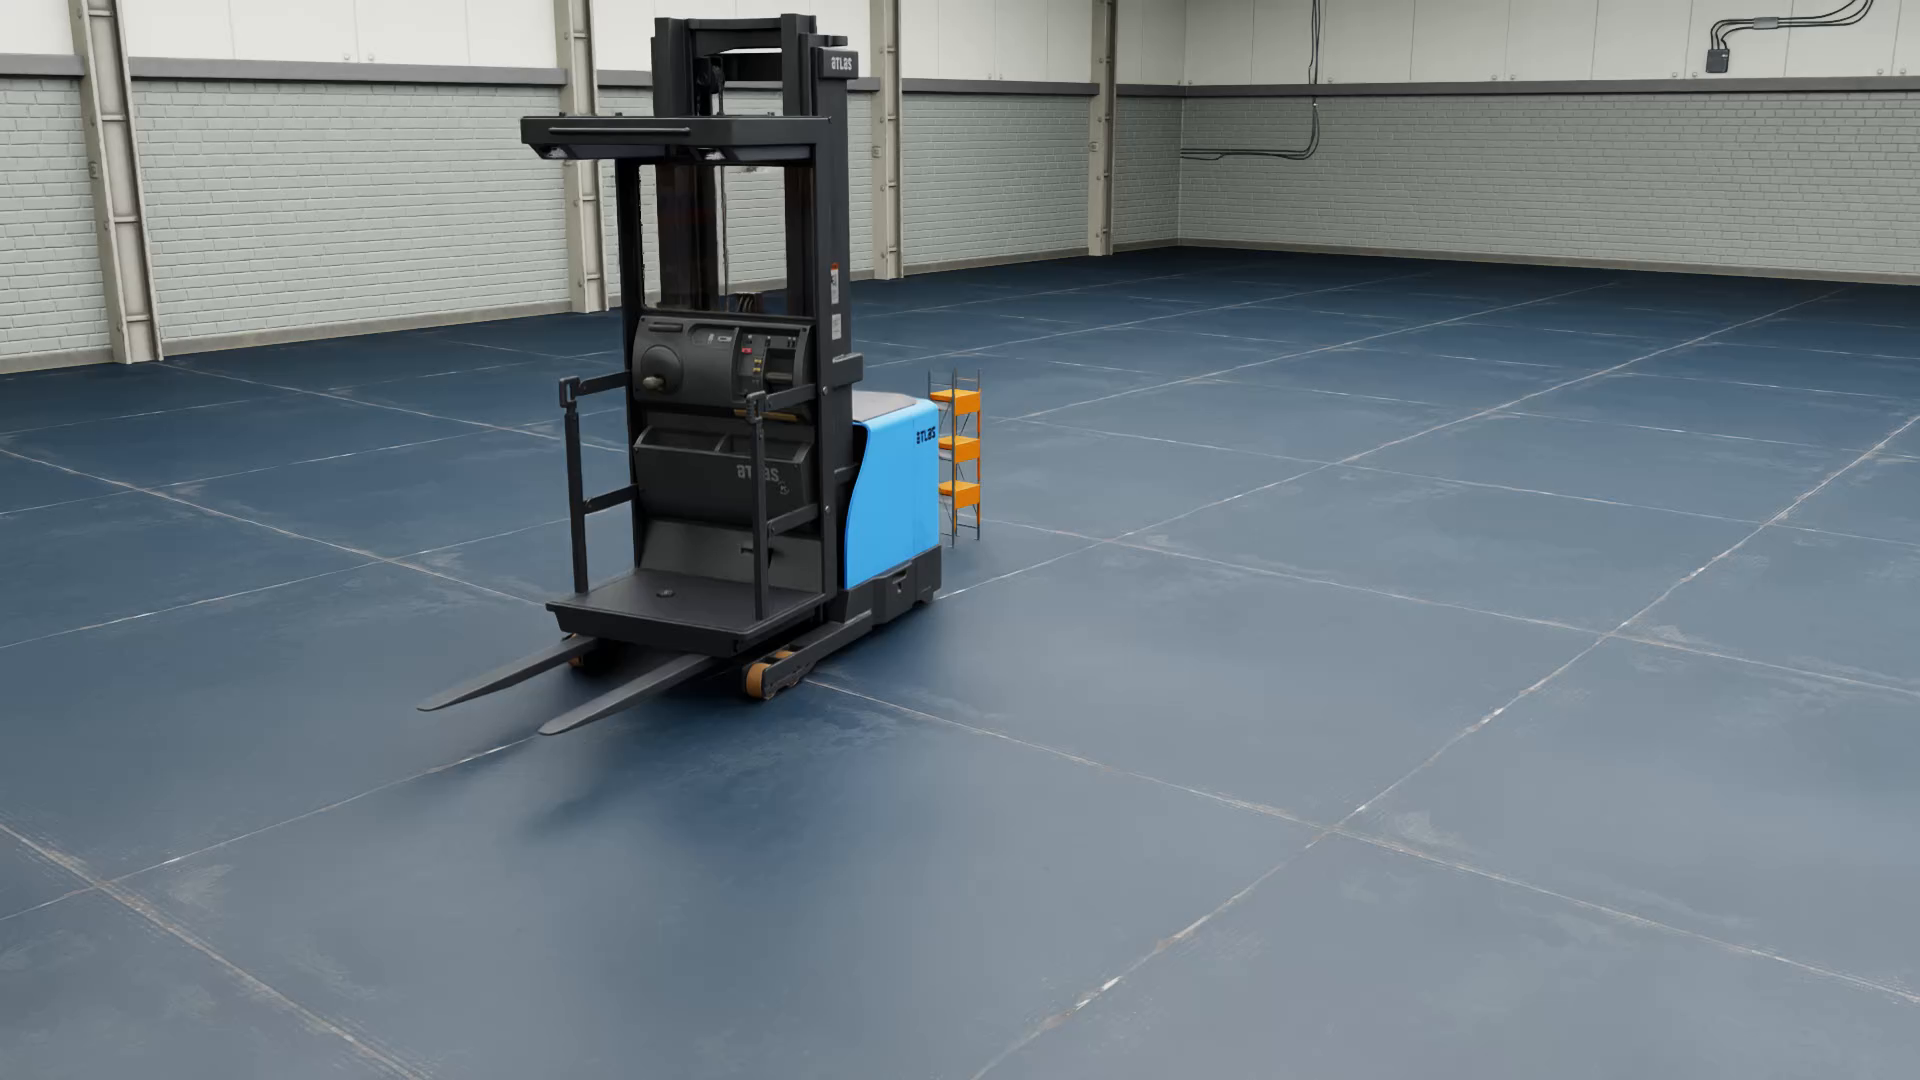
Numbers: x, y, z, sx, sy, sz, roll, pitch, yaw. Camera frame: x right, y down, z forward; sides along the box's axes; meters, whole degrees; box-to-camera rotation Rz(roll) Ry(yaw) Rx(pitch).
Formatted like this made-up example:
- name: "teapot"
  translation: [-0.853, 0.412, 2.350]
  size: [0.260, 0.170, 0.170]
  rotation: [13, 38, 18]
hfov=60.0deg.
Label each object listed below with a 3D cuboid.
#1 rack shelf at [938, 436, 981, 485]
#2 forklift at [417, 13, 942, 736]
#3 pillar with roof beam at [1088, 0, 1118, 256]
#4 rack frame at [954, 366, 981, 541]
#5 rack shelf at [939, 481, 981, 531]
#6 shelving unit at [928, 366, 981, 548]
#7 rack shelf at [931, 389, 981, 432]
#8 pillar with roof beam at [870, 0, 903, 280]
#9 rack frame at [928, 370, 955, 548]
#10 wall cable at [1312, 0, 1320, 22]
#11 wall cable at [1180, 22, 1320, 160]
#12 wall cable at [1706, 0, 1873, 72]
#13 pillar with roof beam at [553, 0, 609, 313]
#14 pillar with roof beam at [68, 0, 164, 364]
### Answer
- name: "rack shelf"
  translation: [-0.034, -0.488, 9.956]
  size: [0.215, 0.259, 0.240]
  rotation: [11, 18, 38]
- name: "forklift"
  translation: [-1.196, -0.837, 7.464]
  size: [1.130, 2.935, 3.031]
  rotation: [7, 16, 25]
- name: "pillar with roof beam"
  translation: [5.971, -9.040, 27.431]
  size: [9.100, 9.000, 0.400]
  rotation: [11, 18, 38]
- name: "rack frame"
  translation: [0.043, -0.522, 10.045]
  size: [0.200, 1.050, 0.008]
  rotation: [11, 18, 38]
- name: "rack shelf"
  translation: [-0.034, -0.219, 10.024]
  size: [0.215, 0.259, 0.240]
  rotation: [11, 18, 38]
- name: "shelving unit"
  translation: [-0.034, -0.499, 9.953]
  size: [0.215, 1.050, 0.252]
  rotation: [11, 18, 38]
- name: "rack shelf"
  translation: [-0.034, -0.763, 9.886]
  size: [0.215, 0.259, 0.240]
  rotation: [11, 18, 38]
- name: "pillar with roof beam"
  translation: [2.200, -7.891, 22.907]
  size: [9.100, 9.000, 0.400]
  rotation: [11, 18, 38]
- name: "rack frame"
  translation: [-0.110, -0.475, 9.861]
  size: [0.200, 1.050, 0.008]
  rotation: [11, 18, 38]
- name: "wall cable"
  translation: [7.607, -10.590, 29.581]
  size: [3.097, 2.526, 0.112]
  rotation: [11, 18, 38]
- name: "wall cable"
  translation: [5.502, -8.560, 31.851]
  size: [3.097, 2.526, 0.112]
  rotation: [11, 18, 38]
- name: "wall cable"
  translation: [12.877, -10.242, 25.255]
  size: [2.305, 6.003, 0.169]
  rotation: [11, 18, 38]
- name: "pillar with roof beam"
  translation: [-1.571, -6.742, 18.384]
  size: [9.100, 9.000, 0.400]
  rotation: [11, 18, 38]
- name: "pillar with roof beam"
  translation: [-5.342, -5.593, 13.861]
  size: [9.100, 9.000, 0.400]
  rotation: [11, 18, 38]
